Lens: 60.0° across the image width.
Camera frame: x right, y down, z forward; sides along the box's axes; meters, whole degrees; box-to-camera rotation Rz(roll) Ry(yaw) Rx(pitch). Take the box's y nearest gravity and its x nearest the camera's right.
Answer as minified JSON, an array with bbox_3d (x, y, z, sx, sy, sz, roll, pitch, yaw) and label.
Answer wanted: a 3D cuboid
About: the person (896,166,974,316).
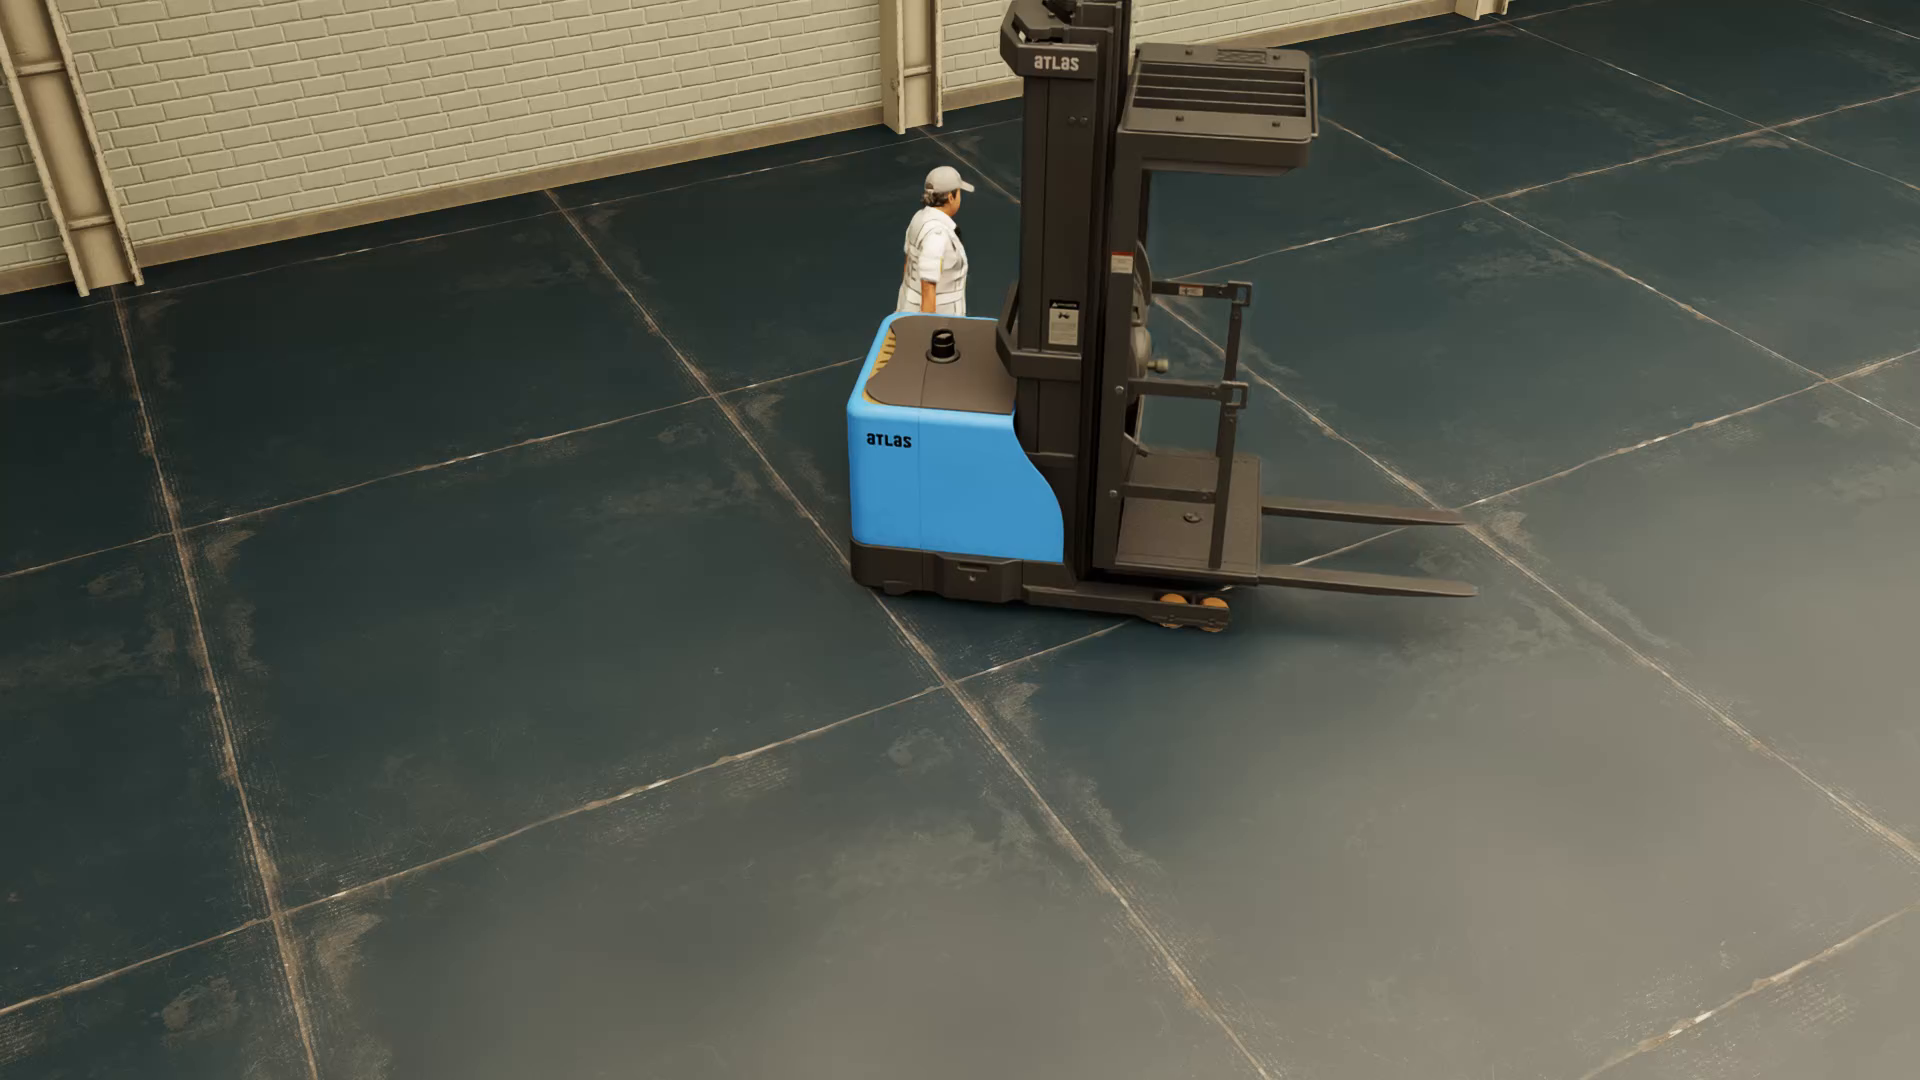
[{"bbox_3d":[-0.150,-1.207,9.006,0.481,1.642,0.821,-4,35,-6],"label":"person"}]

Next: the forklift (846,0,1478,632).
[{"bbox_3d":[1.020,-1.083,7.655,3.031,2.935,1.130,5,36,7],"label":"forklift"}]
